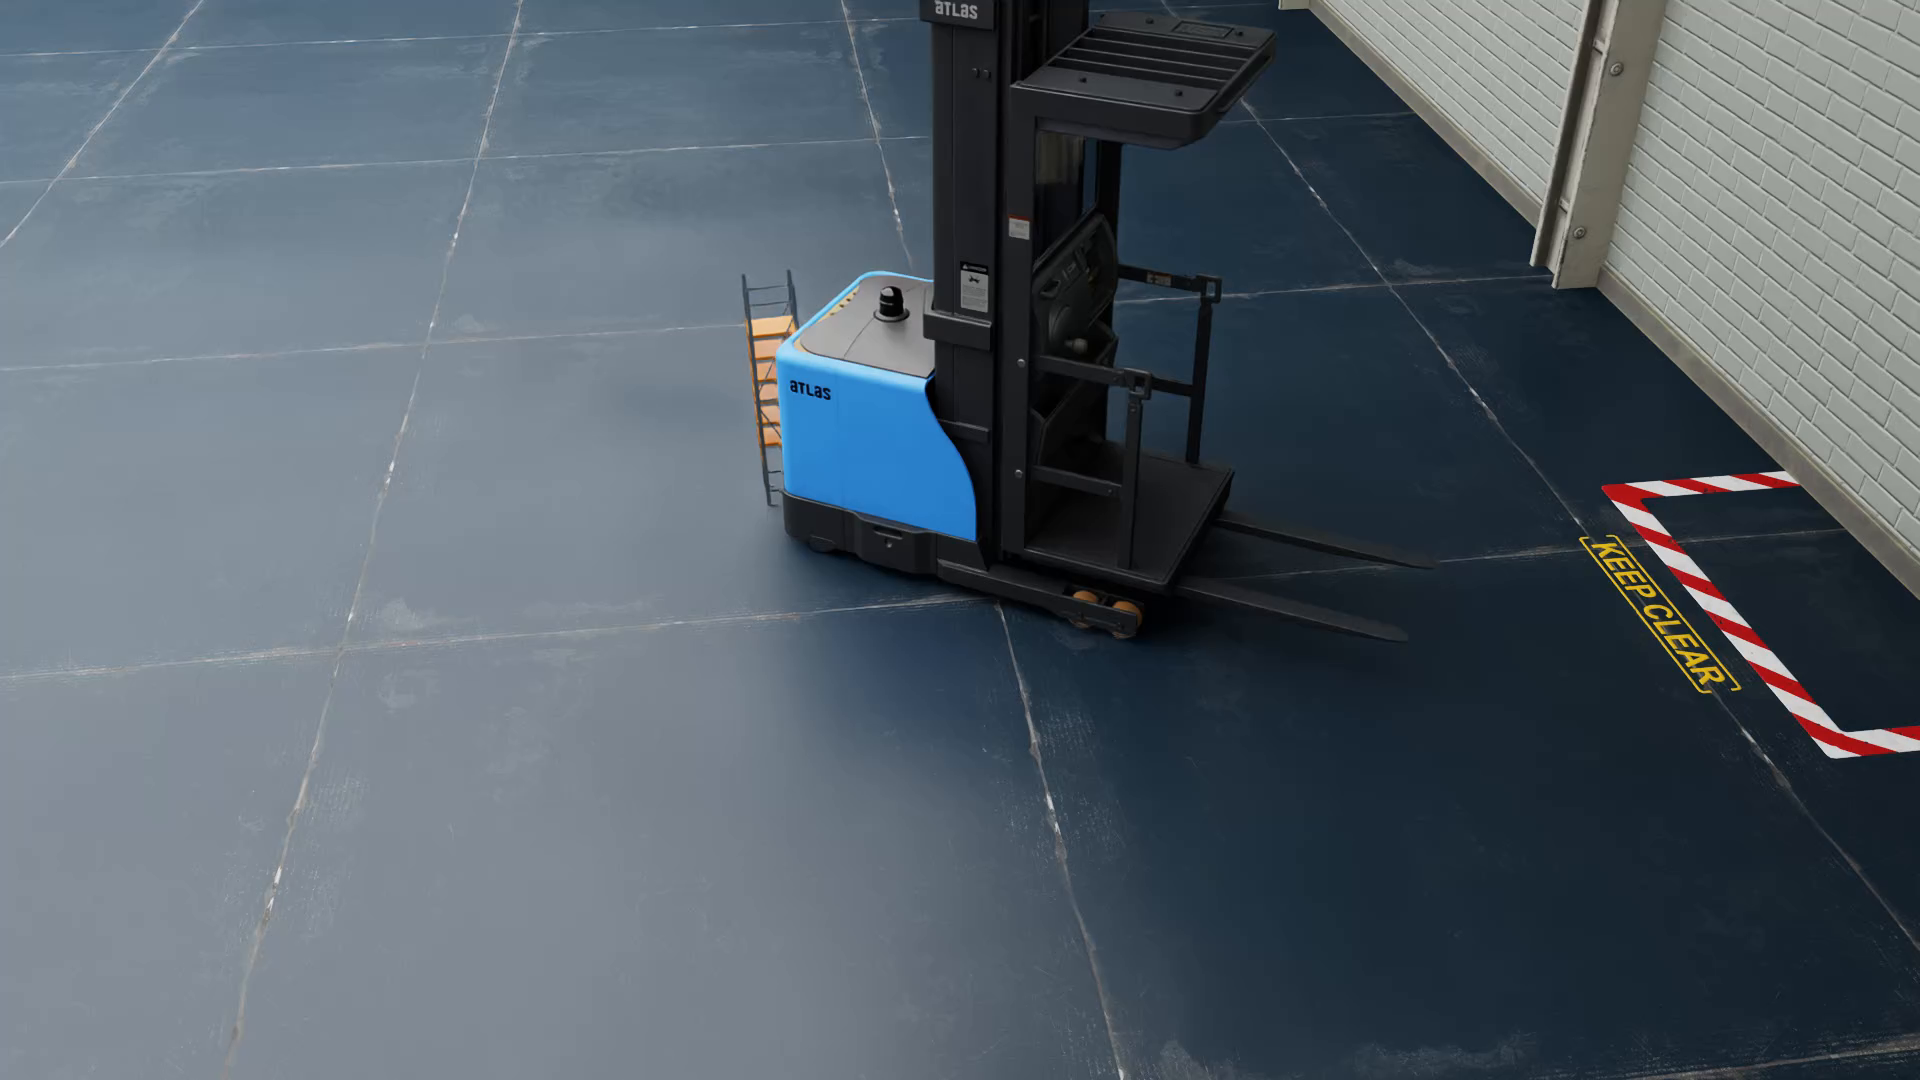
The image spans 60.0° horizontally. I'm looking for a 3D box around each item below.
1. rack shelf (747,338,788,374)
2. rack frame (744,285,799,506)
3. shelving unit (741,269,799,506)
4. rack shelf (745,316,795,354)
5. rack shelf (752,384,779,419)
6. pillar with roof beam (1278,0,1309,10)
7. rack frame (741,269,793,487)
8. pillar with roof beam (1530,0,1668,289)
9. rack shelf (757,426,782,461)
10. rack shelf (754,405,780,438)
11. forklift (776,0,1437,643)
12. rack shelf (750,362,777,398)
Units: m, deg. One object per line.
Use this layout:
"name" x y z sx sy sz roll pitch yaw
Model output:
"rack shelf" -0.906 -0.903 8.154 0.258 0.103 0.180 -7 34 -8
"rack frame" -0.883 -0.691 8.187 0.240 1.200 0.006 -7 34 -8
"shelving unit" -0.900 -0.741 8.263 0.258 1.200 0.189 -7 34 -8
"rack shelf" -0.909 -1.003 8.088 0.258 0.103 0.180 -7 34 -8
"rack shelf" -0.899 -0.704 8.287 0.258 0.103 0.180 -7 34 -8
"pillar with roof beam" -1.155 -8.462 12.676 9.100 9.000 0.400 -4 35 -6
"rack frame" -0.917 -0.790 8.338 0.240 1.200 0.006 -7 34 -8
"pillar with roof beam" -0.348 -5.114 7.763 9.100 9.000 0.400 -4 35 -6
"rack shelf" -0.892 -0.504 8.420 0.258 0.103 0.180 -7 34 -8
"rack shelf" -0.895 -0.604 8.354 0.258 0.103 0.180 -7 34 -8
"forklift" 0.695 -1.106 7.270 3.031 2.935 1.130 14 37 20
"rack shelf" -0.902 -0.804 8.221 0.258 0.103 0.180 -7 34 -8
